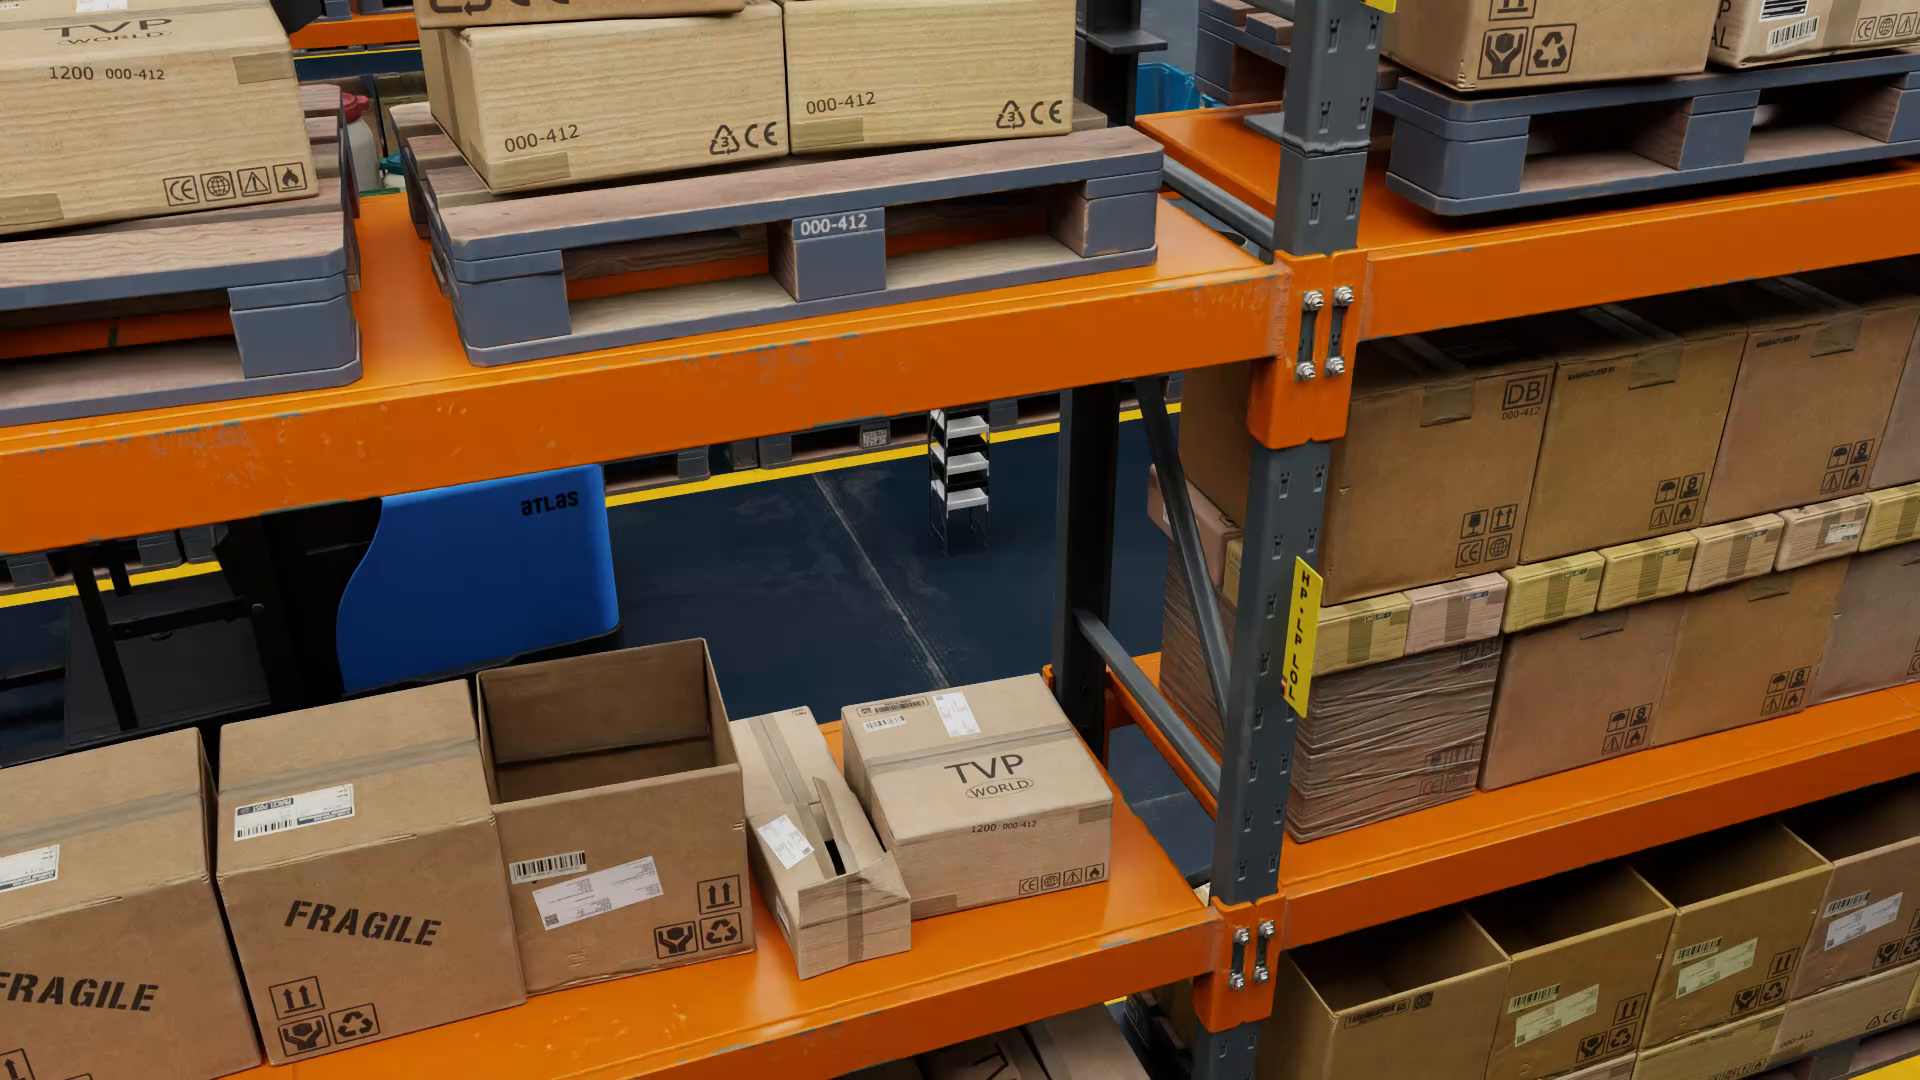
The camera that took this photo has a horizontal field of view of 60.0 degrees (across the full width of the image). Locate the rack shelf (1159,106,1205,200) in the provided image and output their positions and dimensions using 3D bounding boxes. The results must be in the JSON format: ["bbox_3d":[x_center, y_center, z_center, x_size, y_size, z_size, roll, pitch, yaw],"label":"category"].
[{"bbox_3d":[0.625,-1.919,8.816,4.000,0.370,1.077,-10,31,-18],"label":"rack shelf"}]

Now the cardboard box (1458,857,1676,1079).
[{"bbox_3d":[1.484,1.074,4.431,0.500,0.500,0.500,-10,31,-18],"label":"cardboard box"}]

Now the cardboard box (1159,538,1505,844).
[{"bbox_3d":[0.888,0.289,4.112,0.500,0.500,0.700,-11,32,-19],"label":"cardboard box"}]

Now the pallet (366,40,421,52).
[{"bbox_3d":[-5.308,-5.124,16.530,1.213,0.211,1.003,-10,31,-18],"label":"pallet"}]

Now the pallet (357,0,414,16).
[{"bbox_3d":[-3.743,-4.037,11.999,1.213,0.211,1.003,-10,31,-18],"label":"pallet"}]

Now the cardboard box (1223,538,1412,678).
[{"bbox_3d":[0.794,0.130,3.735,0.250,0.149,0.380,-10,31,-18],"label":"cardboard box"}]

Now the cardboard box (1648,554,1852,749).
[{"bbox_3d":[1.852,0.110,4.425,0.500,0.500,0.700,-10,31,-17],"label":"cardboard box"}]

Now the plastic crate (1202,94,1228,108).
[{"bbox_3d":[1.525,-2.178,8.693,0.408,0.251,0.499,-10,31,-18],"label":"plastic crate"}]

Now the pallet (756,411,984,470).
[{"bbox_3d":[-0.605,-0.772,8.891,1.213,0.211,1.003,-10,31,-18],"label":"pallet"}]

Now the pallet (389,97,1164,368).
[{"bbox_3d":[-0.347,-0.650,3.024,1.217,0.209,0.805,-12,32,-20],"label":"pallet"}]

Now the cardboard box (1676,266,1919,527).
[{"bbox_3d":[1.831,-0.449,4.096,0.500,0.500,0.700,-10,31,-18],"label":"cardboard box"}]

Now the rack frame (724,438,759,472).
[{"bbox_3d":[-1.249,-1.887,8.032,0.127,3.000,1.000,-10,31,-18],"label":"rack frame"}]

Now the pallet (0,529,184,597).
[{"bbox_3d":[-4.258,-0.100,7.713,1.213,0.211,1.003,-10,31,-18],"label":"pallet"}]

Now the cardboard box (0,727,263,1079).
[{"bbox_3d":[-1.707,0.762,3.282,0.500,0.500,0.500,-12,32,-20],"label":"cardboard box"}]

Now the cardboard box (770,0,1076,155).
[{"bbox_3d":[-0.106,-0.907,3.008,0.500,0.250,0.500,-7,30,-12],"label":"cardboard box"}]

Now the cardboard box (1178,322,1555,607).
[{"bbox_3d":[0.888,-0.275,3.790,0.500,0.500,0.700,-10,31,-17],"label":"cardboard box"}]

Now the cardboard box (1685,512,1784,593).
[{"bbox_3d":[1.751,-0.047,4.046,0.250,0.149,0.380,-11,32,-19],"label":"cardboard box"}]

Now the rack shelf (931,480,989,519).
[{"bbox_3d":[-0.008,-0.204,7.630,0.200,0.077,0.258,-10,31,-18],"label":"rack shelf"}]

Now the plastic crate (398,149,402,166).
[{"bbox_3d":[-2.174,-1.545,7.448,0.575,0.384,0.392,-10,31,-18],"label":"plastic crate"}]

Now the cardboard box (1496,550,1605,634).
[{"bbox_3d":[1.271,0.041,3.891,0.250,0.149,0.380,-11,32,-19],"label":"cardboard box"}]

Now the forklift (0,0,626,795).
[{"bbox_3d":[-2.891,-0.577,5.801,3.031,2.935,1.130,-13,32,-21],"label":"forklift"}]

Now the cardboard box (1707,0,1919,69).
[{"bbox_3d":[1.545,-1.154,3.239,0.500,0.311,0.500,-12,32,-20],"label":"cardboard box"}]

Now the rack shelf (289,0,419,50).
[{"bbox_3d":[-4.851,-3.527,11.637,4.000,0.370,1.077,-10,31,-18],"label":"rack shelf"}]

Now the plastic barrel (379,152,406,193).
[{"bbox_3d":[-2.543,-1.669,7.790,0.301,0.262,0.301,0,30,0],"label":"plastic barrel"}]

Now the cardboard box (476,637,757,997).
[{"bbox_3d":[-0.744,0.584,3.593,0.500,0.500,0.500,-8,31,-14],"label":"cardboard box"}]

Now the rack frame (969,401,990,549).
[{"bbox_3d":[0.088,-0.407,7.556,0.006,0.900,0.240,-10,31,-18],"label":"rack frame"}]

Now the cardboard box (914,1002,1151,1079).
[{"bbox_3d":[0.195,1.383,4.078,0.500,0.311,0.500,-10,31,-18],"label":"cardboard box"}]

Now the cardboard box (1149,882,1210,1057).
[{"bbox_3d":[0.833,1.243,4.892,0.500,0.250,0.500,-10,31,-18],"label":"cardboard box"}]

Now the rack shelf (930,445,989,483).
[{"bbox_3d":[-0.008,-0.361,7.541,0.200,0.077,0.258,-10,31,-18],"label":"rack shelf"}]

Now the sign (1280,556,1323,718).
[{"bbox_3d":[0.673,0.193,3.291,0.005,0.325,0.100,-10,31,-18],"label":"sign"}]

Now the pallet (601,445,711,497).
[{"bbox_3d":[-1.971,-0.522,8.452,1.213,0.211,1.003,-10,31,-18],"label":"pallet"}]

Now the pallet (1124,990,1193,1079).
[{"bbox_3d":[1.235,1.506,4.894,1.213,0.211,1.003,-10,31,-18],"label":"pallet"}]

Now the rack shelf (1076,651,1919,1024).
[{"bbox_3d":[2.349,0.379,4.781,4.000,0.370,1.077,-10,31,-18],"label":"rack shelf"}]

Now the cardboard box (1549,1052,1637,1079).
[{"bbox_3d":[1.485,1.401,4.614,0.500,0.250,0.500,-10,31,-18],"label":"cardboard box"}]

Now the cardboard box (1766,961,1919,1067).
[{"bbox_3d":[2.422,1.228,4.918,0.500,0.250,0.500,-10,31,-18],"label":"cardboard box"}]

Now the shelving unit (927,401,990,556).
[{"bbox_3d":[-0.008,-0.390,7.525,0.210,0.900,0.258,-10,31,-18],"label":"shelving unit"}]

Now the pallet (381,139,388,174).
[{"bbox_3d":[-3.705,-2.838,12.518,1.213,0.211,1.003,-10,31,-18],"label":"pallet"}]

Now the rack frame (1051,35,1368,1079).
[{"bbox_3d":[0.475,0.412,3.997,0.127,3.000,1.000,-10,31,-18],"label":"rack frame"}]

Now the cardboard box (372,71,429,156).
[{"bbox_3d":[-4.013,-3.120,12.277,0.500,0.500,0.700,-11,31,-18],"label":"cardboard box"}]

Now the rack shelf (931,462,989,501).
[{"bbox_3d":[-0.008,-0.282,7.586,0.200,0.077,0.258,-10,31,-18],"label":"rack shelf"}]

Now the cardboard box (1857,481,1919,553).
[{"bbox_3d":[2.245,-0.139,4.207,0.250,0.149,0.380,-11,31,-18],"label":"cardboard box"}]

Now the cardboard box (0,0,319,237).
[{"bbox_3d":[-1.339,-0.707,2.658,0.500,0.250,0.500,-13,32,-22],"label":"cardboard box"}]

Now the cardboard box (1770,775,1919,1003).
[{"bbox_3d":[2.424,0.904,4.730,0.500,0.500,0.500,-10,31,-18],"label":"cardboard box"}]

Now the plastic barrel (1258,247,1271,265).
[{"bbox_3d":[1.910,-1.530,9.494,0.421,0.512,0.421,0,30,0],"label":"plastic barrel"}]

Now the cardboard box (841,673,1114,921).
[{"bbox_3d":[0.029,0.582,3.849,0.500,0.250,0.500,-8,31,-15],"label":"cardboard box"}]
